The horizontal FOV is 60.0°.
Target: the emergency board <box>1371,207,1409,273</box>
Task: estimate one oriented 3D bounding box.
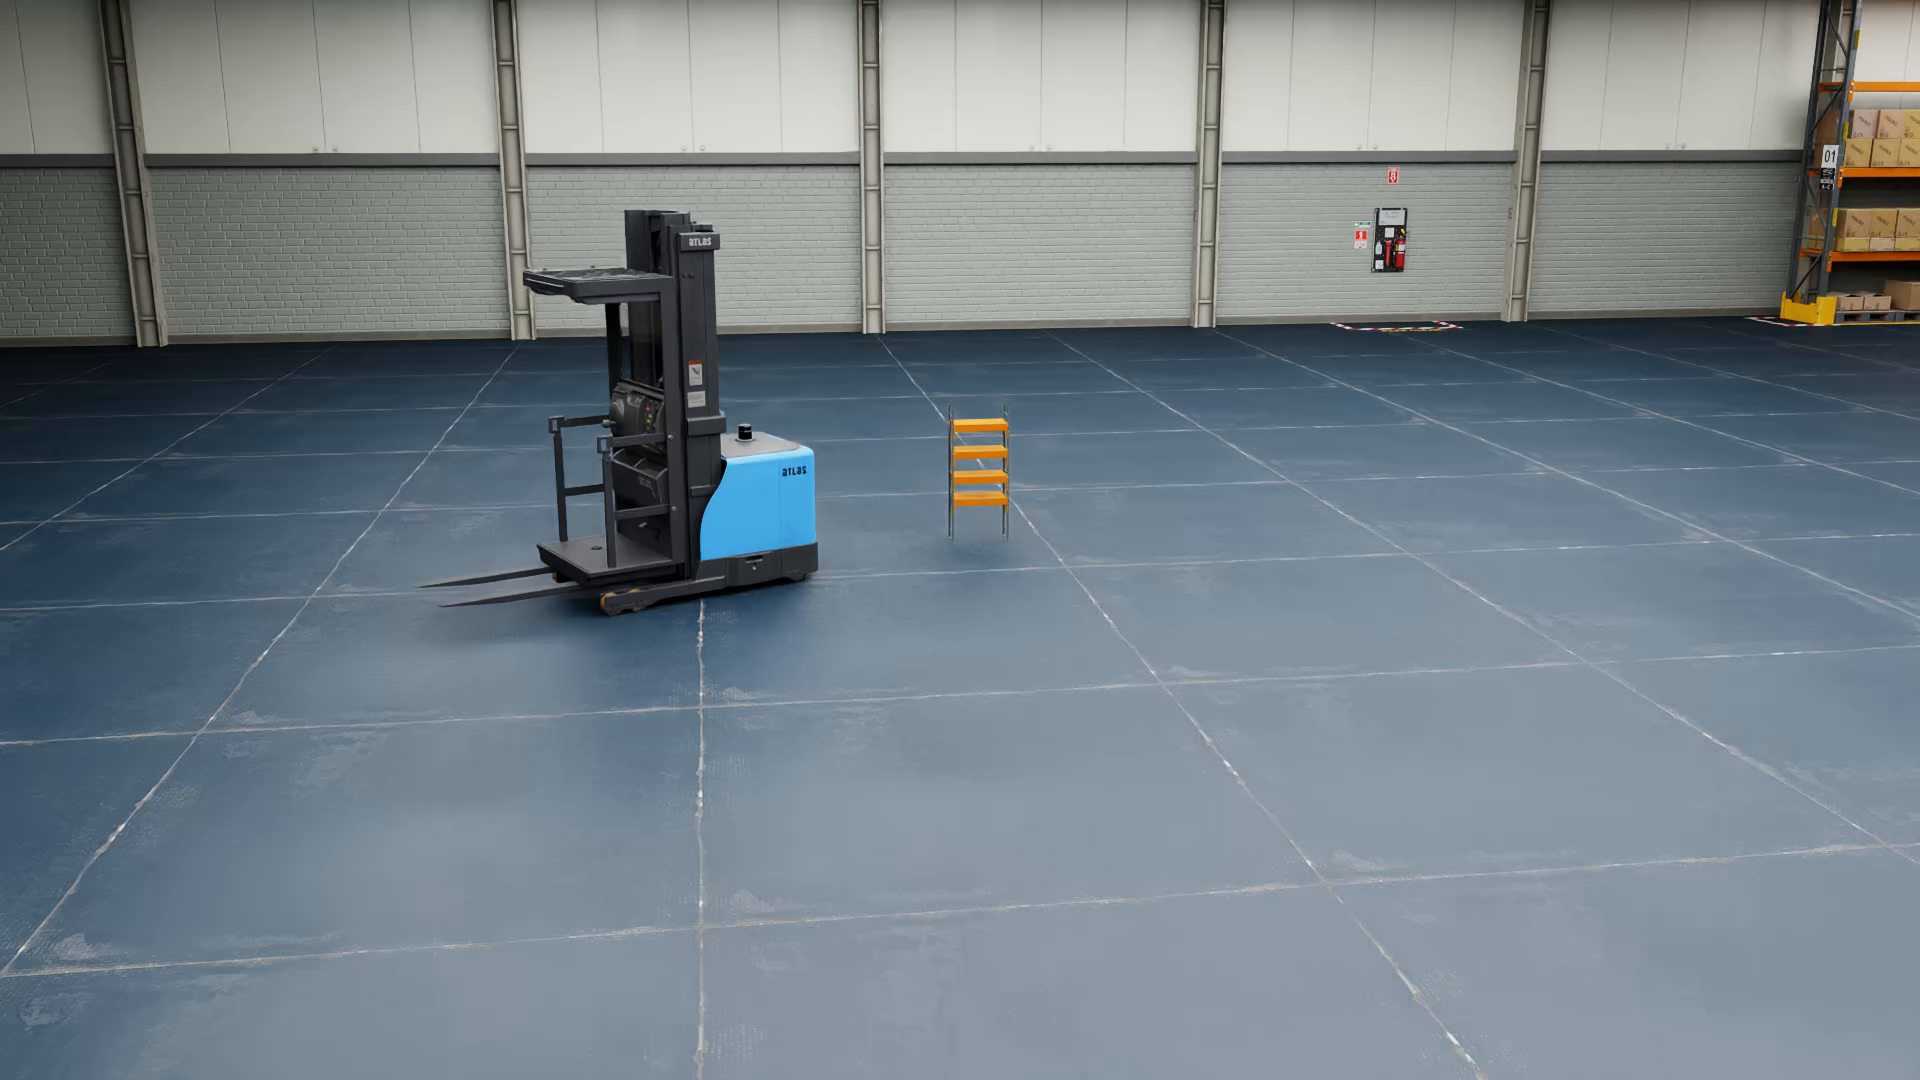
[{"bbox_3d":[7.890,-5.474,30.384,0.643,1.169,0.194,-2,14,-8],"label":"emergency board"}]

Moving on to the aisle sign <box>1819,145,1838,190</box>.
[{"bbox_3d":[15.683,-6.725,30.027,0.004,0.787,0.394,-2,14,-8],"label":"aisle sign"}]

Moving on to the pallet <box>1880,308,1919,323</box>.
[{"bbox_3d":[17.797,-4.253,31.248,1.213,0.211,1.003,-2,14,-8],"label":"pallet"}]

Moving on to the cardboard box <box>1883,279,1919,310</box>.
[{"bbox_3d":[17.704,-4.578,31.046,0.500,0.500,0.700,-3,14,-12],"label":"cardboard box"}]

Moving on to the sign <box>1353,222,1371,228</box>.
[{"bbox_3d":[7.334,-5.752,30.327,0.331,0.109,0.001,-2,14,-8],"label":"sign"}]

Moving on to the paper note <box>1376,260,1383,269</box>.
[{"bbox_3d":[7.705,-5.057,30.532,0.142,0.148,0.016,-2,14,-8],"label":"paper note"}]

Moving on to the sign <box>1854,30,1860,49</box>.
[{"bbox_3d":[15.790,-8.810,29.268,0.005,0.325,0.100,-2,14,-8],"label":"sign"}]

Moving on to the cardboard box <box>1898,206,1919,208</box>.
[{"bbox_3d":[17.652,-5.962,31.053,0.500,0.500,0.500,-2,14,-8],"label":"cardboard box"}]

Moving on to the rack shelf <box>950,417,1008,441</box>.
[{"bbox_3d":[0.164,-0.969,14.504,0.480,0.148,0.258,-2,14,-8],"label":"rack shelf"}]

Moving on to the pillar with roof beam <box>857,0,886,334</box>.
[{"bbox_3d":[-0.885,-6.994,24.112,0.400,9.000,9.100,-2,14,-8],"label":"pillar with roof beam"}]

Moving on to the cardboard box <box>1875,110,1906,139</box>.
[{"bbox_3d":[16.630,-7.498,29.987,0.500,0.500,0.500,-2,14,-9],"label":"cardboard box"}]

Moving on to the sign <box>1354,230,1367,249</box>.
[{"bbox_3d":[7.328,-5.497,30.399,0.234,0.329,0.001,-2,14,-8],"label":"sign"}]

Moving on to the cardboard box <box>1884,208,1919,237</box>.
[{"bbox_3d":[17.228,-5.817,30.477,0.500,0.500,0.500,-3,14,-10],"label":"cardboard box"}]

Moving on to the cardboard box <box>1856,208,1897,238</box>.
[{"bbox_3d":[16.717,-5.800,30.408,0.500,0.500,0.500,-2,14,-8],"label":"cardboard box"}]

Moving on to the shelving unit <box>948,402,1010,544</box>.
[{"bbox_3d":[0.164,-0.588,14.600,0.503,1.200,0.258,-2,14,-8],"label":"shelving unit"}]

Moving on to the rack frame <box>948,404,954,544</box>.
[{"bbox_3d":[-0.078,-0.579,14.565,0.015,1.200,0.240,-2,14,-8],"label":"rack frame"}]

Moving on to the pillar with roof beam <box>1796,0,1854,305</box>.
[{"bbox_3d":[16.914,-7.647,26.713,0.400,9.000,9.100,-2,14,-8],"label":"pillar with roof beam"}]

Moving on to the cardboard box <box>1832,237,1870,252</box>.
[{"bbox_3d":[16.239,-5.417,30.423,0.500,0.250,0.500,-3,14,-10],"label":"cardboard box"}]

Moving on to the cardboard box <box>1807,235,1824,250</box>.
[{"bbox_3d":[16.143,-5.539,30.910,0.500,0.250,0.500,-2,14,-7],"label":"cardboard box"}]

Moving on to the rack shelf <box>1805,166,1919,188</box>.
[{"bbox_3d":[17.687,-6.717,30.653,4.000,0.370,1.077,-2,14,-8],"label":"rack shelf"}]

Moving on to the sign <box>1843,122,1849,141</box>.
[{"bbox_3d":[15.790,-7.287,29.649,0.005,0.325,0.100,-2,14,-8],"label":"sign"}]

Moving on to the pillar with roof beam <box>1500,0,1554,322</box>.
[{"bbox_3d":[10.981,-7.429,25.846,0.400,9.000,9.100,-2,14,-8],"label":"pillar with roof beam"}]

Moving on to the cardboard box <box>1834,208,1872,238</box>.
[{"bbox_3d":[16.226,-5.784,30.346,0.500,0.500,0.500,-2,14,-8],"label":"cardboard box"}]

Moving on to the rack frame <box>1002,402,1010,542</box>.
[{"bbox_3d":[0.405,-0.597,14.635,0.015,1.200,0.240,-2,14,-8],"label":"rack frame"}]

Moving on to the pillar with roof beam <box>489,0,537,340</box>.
[{"bbox_3d":[-6.818,-6.777,23.245,0.400,9.000,9.100,-2,14,-8],"label":"pillar with roof beam"}]

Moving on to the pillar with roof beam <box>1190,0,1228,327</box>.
[{"bbox_3d":[5.048,-7.212,24.979,0.400,9.000,9.100,-2,14,-8],"label":"pillar with roof beam"}]

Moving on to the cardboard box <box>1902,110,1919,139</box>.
[{"bbox_3d":[17.135,-7.520,30.071,0.500,0.500,0.500,-2,14,-7],"label":"cardboard box"}]

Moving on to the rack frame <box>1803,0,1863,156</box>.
[{"bbox_3d":[15.709,-8.449,29.911,0.127,3.000,1.000,-2,14,-8],"label":"rack frame"}]

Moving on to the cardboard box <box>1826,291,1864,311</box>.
[{"bbox_3d":[16.407,-4.451,30.928,0.500,0.311,0.500,-4,15,-15],"label":"cardboard box"}]

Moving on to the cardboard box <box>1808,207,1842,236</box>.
[{"bbox_3d":[16.144,-5.908,30.838,0.500,0.500,0.500,-2,14,-9],"label":"cardboard box"}]

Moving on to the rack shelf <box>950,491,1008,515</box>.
[{"bbox_3d":[0.164,-0.330,14.664,0.480,0.148,0.258,-2,14,-8],"label":"rack shelf"}]

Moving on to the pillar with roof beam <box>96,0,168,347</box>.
[{"bbox_3d":[-12.751,-6.559,22.378,0.400,9.000,9.100,-2,14,-8],"label":"pillar with roof beam"}]

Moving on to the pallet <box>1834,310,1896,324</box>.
[{"bbox_3d":[16.593,-4.210,31.075,1.213,0.211,1.003,-2,14,-8],"label":"pallet"}]

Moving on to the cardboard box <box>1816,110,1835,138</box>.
[{"bbox_3d":[16.097,-7.615,30.453,0.500,0.500,0.500,-1,14,-6],"label":"cardboard box"}]

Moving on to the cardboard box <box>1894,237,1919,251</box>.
[{"bbox_3d":[17.255,-5.456,30.579,0.500,0.250,0.500,-2,14,-9],"label":"cardboard box"}]

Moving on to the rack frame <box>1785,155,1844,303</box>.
[{"bbox_3d":[15.709,-5.539,30.641,0.127,3.000,1.000,-2,14,-8],"label":"rack frame"}]

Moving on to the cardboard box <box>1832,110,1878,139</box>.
[{"bbox_3d":[16.127,-7.492,29.963,0.500,0.500,0.500,-3,14,-12],"label":"cardboard box"}]

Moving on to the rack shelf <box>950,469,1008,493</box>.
[{"bbox_3d":[0.164,-0.523,14.616,0.480,0.148,0.258,-2,14,-8],"label":"rack shelf"}]

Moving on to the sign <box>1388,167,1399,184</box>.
[{"bbox_3d":[7.868,-6.623,30.197,0.199,0.298,0.001,-2,14,-8],"label":"sign"}]

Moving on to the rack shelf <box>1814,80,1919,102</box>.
[{"bbox_3d":[17.687,-8.171,30.288,4.000,0.370,1.077,-2,14,-8],"label":"rack shelf"}]

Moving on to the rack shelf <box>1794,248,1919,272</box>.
[{"bbox_3d":[17.687,-5.262,31.018,4.000,0.370,1.077,-2,14,-8],"label":"rack shelf"}]

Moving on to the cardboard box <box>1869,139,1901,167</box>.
[{"bbox_3d":[16.614,-7.015,30.114,0.500,0.500,0.500,-1,14,-5],"label":"cardboard box"}]

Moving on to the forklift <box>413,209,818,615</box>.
[{"bbox_3d":[-2.656,-1.003,12.698,3.031,2.935,1.130,-9,17,-33],"label":"forklift"}]

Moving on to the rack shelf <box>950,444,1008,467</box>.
[{"bbox_3d":[0.164,-0.740,14.562,0.480,0.148,0.258,-2,14,-8],"label":"rack shelf"}]

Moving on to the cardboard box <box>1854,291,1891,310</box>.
[{"bbox_3d":[16.971,-4.472,31.011,0.500,0.311,0.500,-1,14,-4],"label":"cardboard box"}]

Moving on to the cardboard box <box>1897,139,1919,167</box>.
[{"bbox_3d":[17.127,-7.035,30.192,0.500,0.500,0.500,-1,14,-6],"label":"cardboard box"}]

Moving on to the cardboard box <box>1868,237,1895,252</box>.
[{"bbox_3d":[16.751,-5.439,30.512,0.500,0.250,0.500,-3,14,-10],"label":"cardboard box"}]

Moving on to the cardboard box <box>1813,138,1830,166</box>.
[{"bbox_3d":[16.084,-7.128,30.565,0.500,0.500,0.500,-1,14,-4],"label":"cardboard box"}]
